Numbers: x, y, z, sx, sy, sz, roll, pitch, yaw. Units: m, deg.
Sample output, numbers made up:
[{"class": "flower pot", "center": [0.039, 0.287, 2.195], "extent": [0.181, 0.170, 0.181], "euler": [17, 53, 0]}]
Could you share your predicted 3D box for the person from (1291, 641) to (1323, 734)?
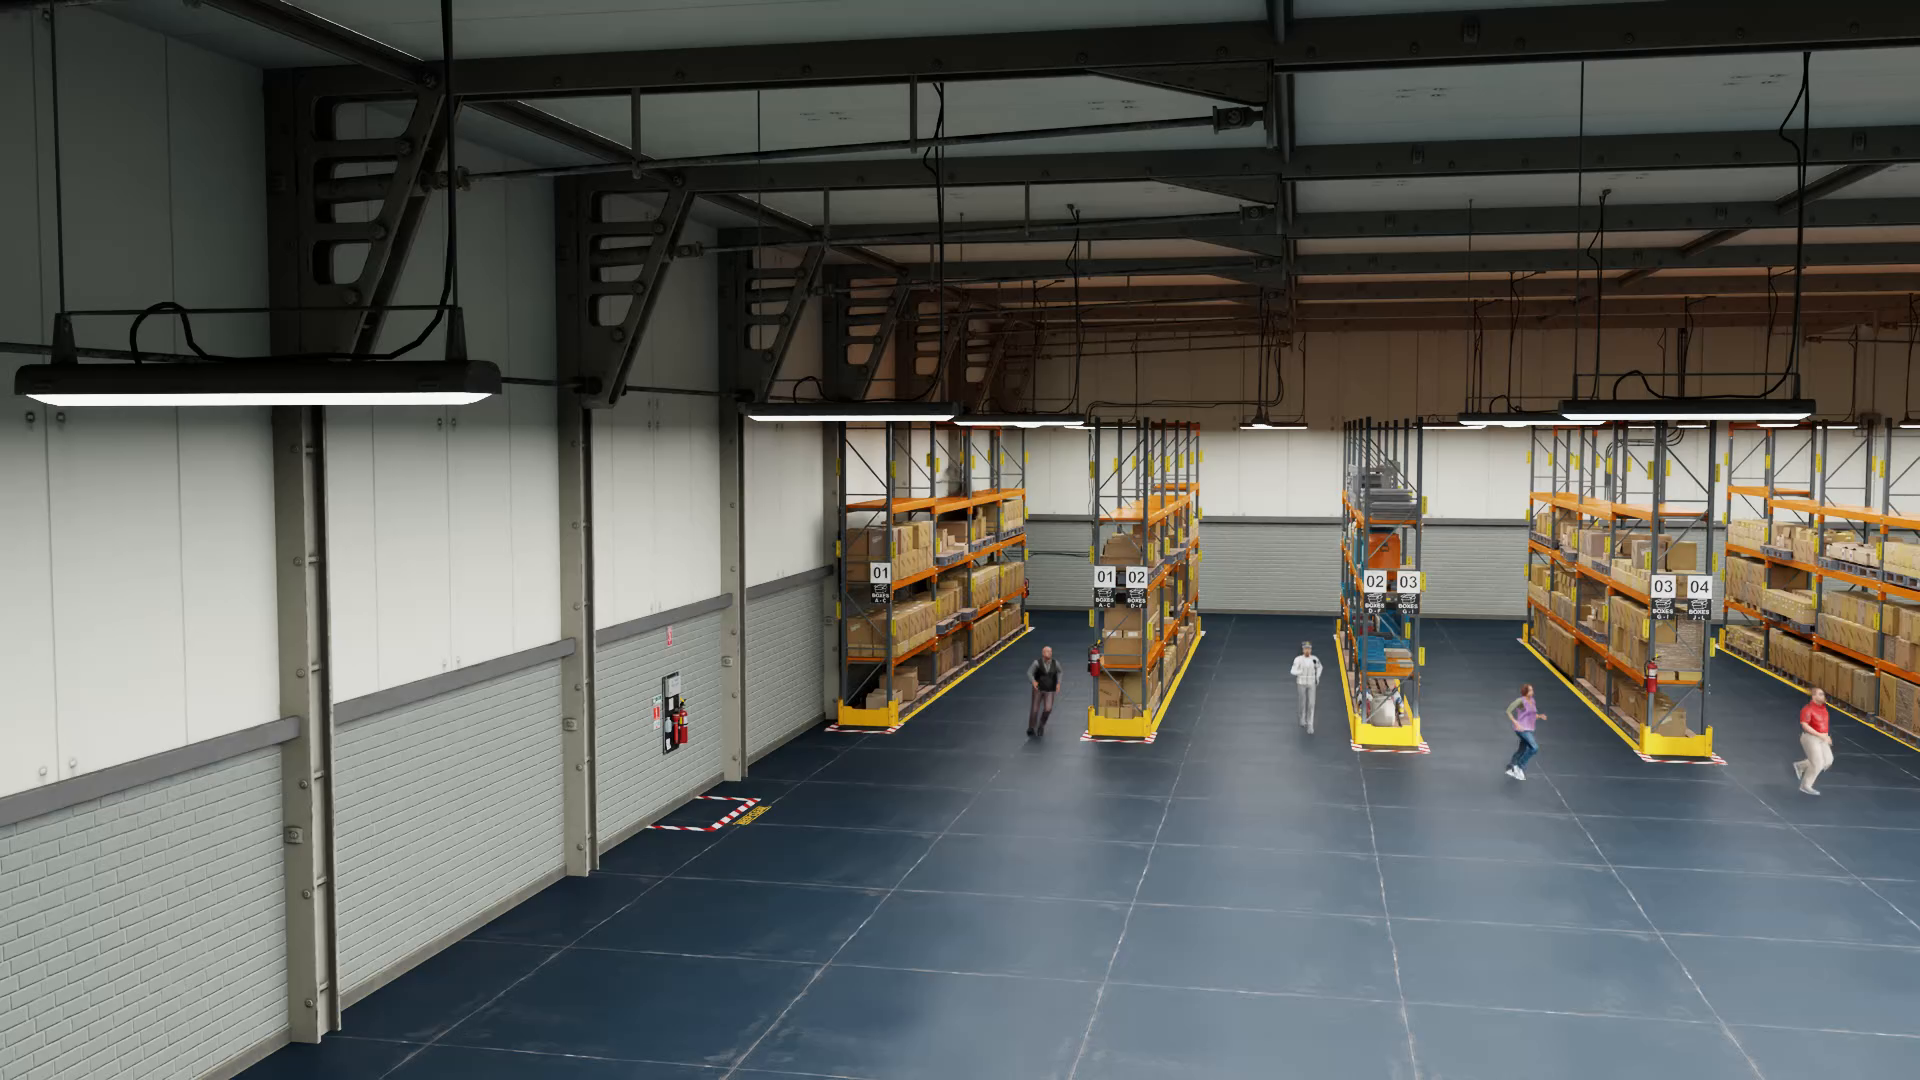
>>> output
[{"class": "person", "center": [6.638, 2.789, 31.810], "extent": [0.613, 1.701, 0.867], "euler": [0, 4, 7]}]

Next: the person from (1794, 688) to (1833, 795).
[{"class": "person", "center": [13.550, 3.180, 26.380], "extent": [0.675, 1.696, 0.674], "euler": [-3, 5, -35]}]

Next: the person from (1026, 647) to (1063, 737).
[{"class": "person", "center": [1.605, 2.854, 31.334], "extent": [0.713, 1.693, 0.638], "euler": [0, 4, -3]}]

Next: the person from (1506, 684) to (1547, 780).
[{"class": "person", "center": [9.322, 3.154, 27.376], "extent": [0.510, 1.591, 0.647], "euler": [-4, 5, -44]}]
